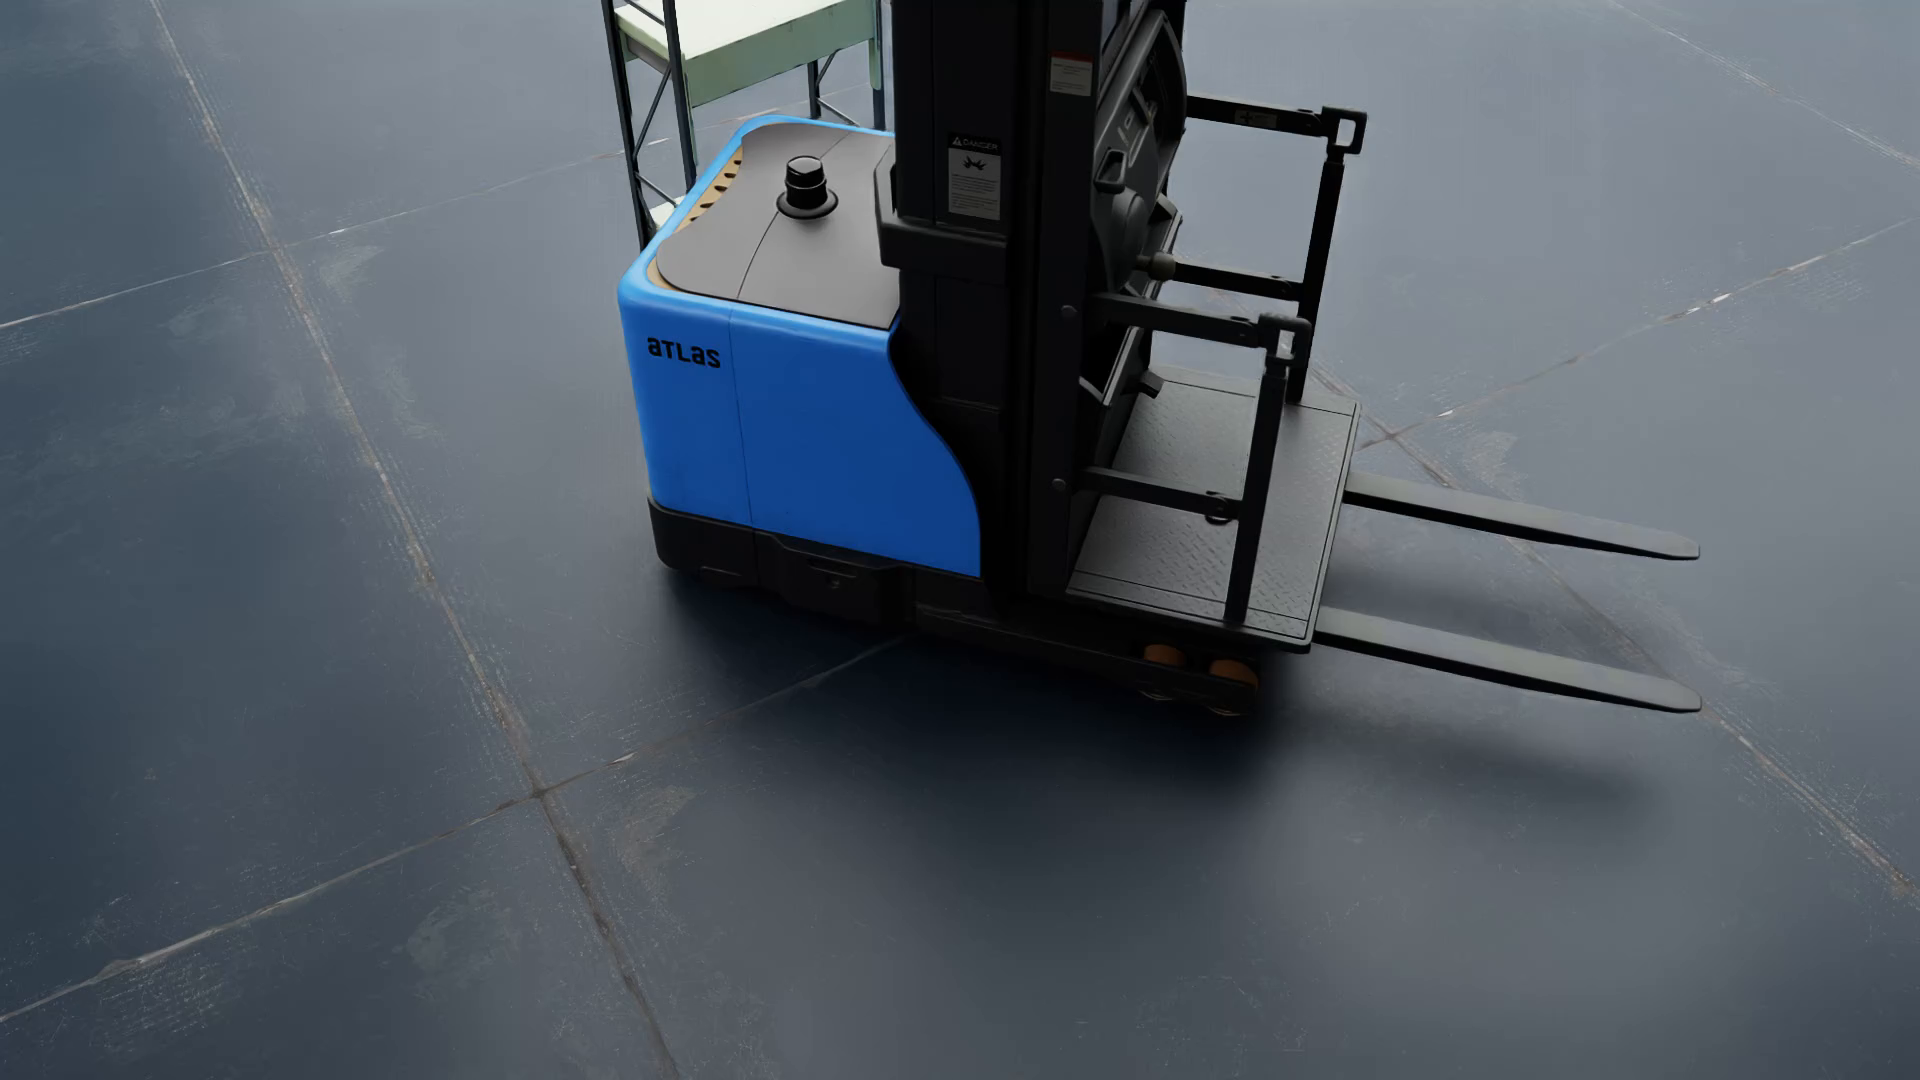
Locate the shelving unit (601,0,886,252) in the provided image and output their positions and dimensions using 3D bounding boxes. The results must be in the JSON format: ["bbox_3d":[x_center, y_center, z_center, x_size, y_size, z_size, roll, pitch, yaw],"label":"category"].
[{"bbox_3d":[-0.662,-1.259,5.470,0.755,1.500,0.431,-31,52,-28],"label":"shelving unit"}]

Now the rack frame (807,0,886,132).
[{"bbox_3d":[-0.383,-1.424,5.640,0.023,1.500,0.400,-31,52,-28],"label":"rack frame"}]

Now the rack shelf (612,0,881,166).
[{"bbox_3d":[-0.662,-1.539,5.199,0.720,0.370,0.431,-31,52,-28],"label":"rack shelf"}]

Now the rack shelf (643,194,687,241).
[{"bbox_3d":[-0.662,-1.025,5.697,0.720,0.370,0.431,-31,52,-28],"label":"rack shelf"}]

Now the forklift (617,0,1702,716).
[{"bbox_3d":[0.640,-0.968,4.143,3.031,2.935,1.130,12,45,12],"label":"forklift"}]

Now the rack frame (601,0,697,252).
[{"bbox_3d":[-0.941,-1.094,5.300,0.023,1.500,0.400,-31,52,-28],"label":"rack frame"}]
